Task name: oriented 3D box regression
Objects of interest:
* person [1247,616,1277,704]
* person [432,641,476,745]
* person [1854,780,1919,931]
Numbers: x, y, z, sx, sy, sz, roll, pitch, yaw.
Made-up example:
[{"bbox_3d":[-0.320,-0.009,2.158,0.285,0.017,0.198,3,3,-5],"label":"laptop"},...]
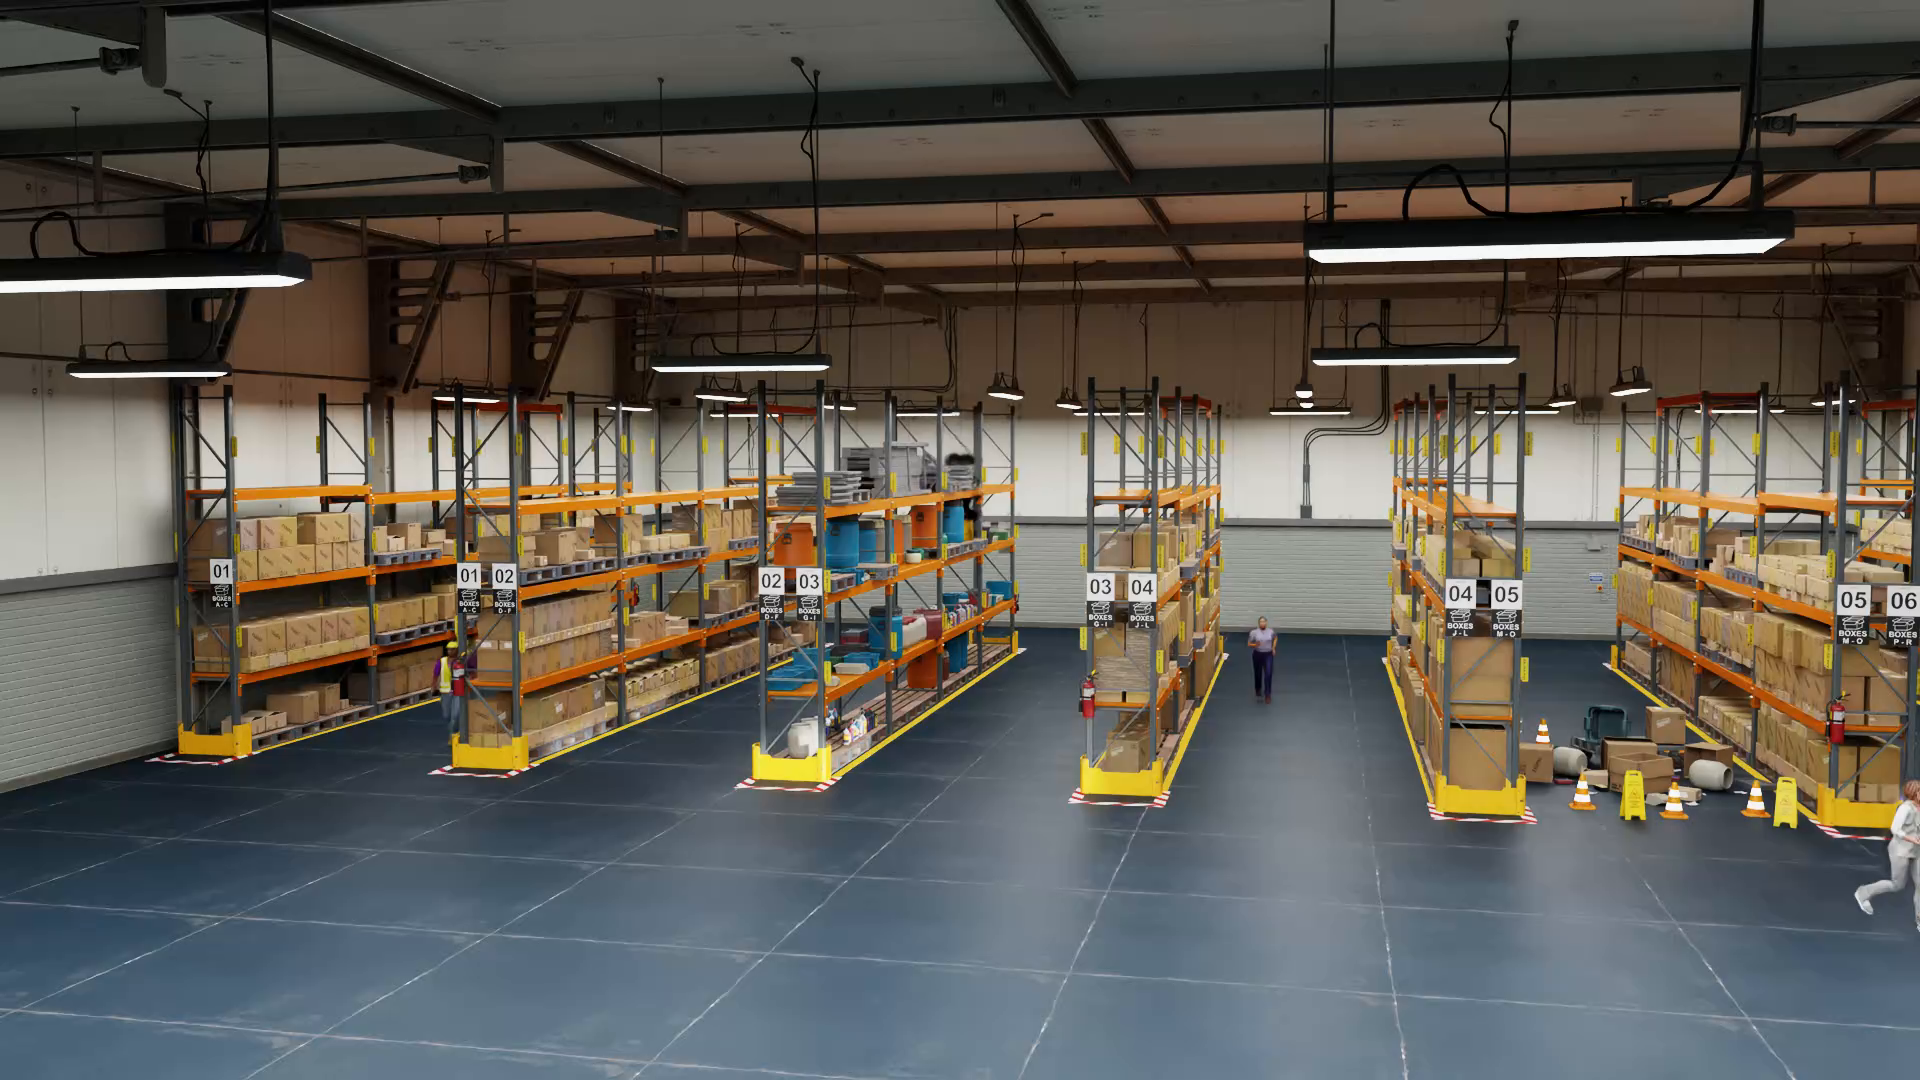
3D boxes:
[{"bbox_3d":[5.950,2.336,32.721,0.604,1.669,0.893,0,3,6],"label":"person"},{"bbox_3d":[-8.577,2.576,28.204,0.710,1.737,0.654,0,3,-5],"label":"person"},{"bbox_3d":[9.720,3.248,17.150,0.564,1.591,0.918,-2,4,-35],"label":"person"}]
